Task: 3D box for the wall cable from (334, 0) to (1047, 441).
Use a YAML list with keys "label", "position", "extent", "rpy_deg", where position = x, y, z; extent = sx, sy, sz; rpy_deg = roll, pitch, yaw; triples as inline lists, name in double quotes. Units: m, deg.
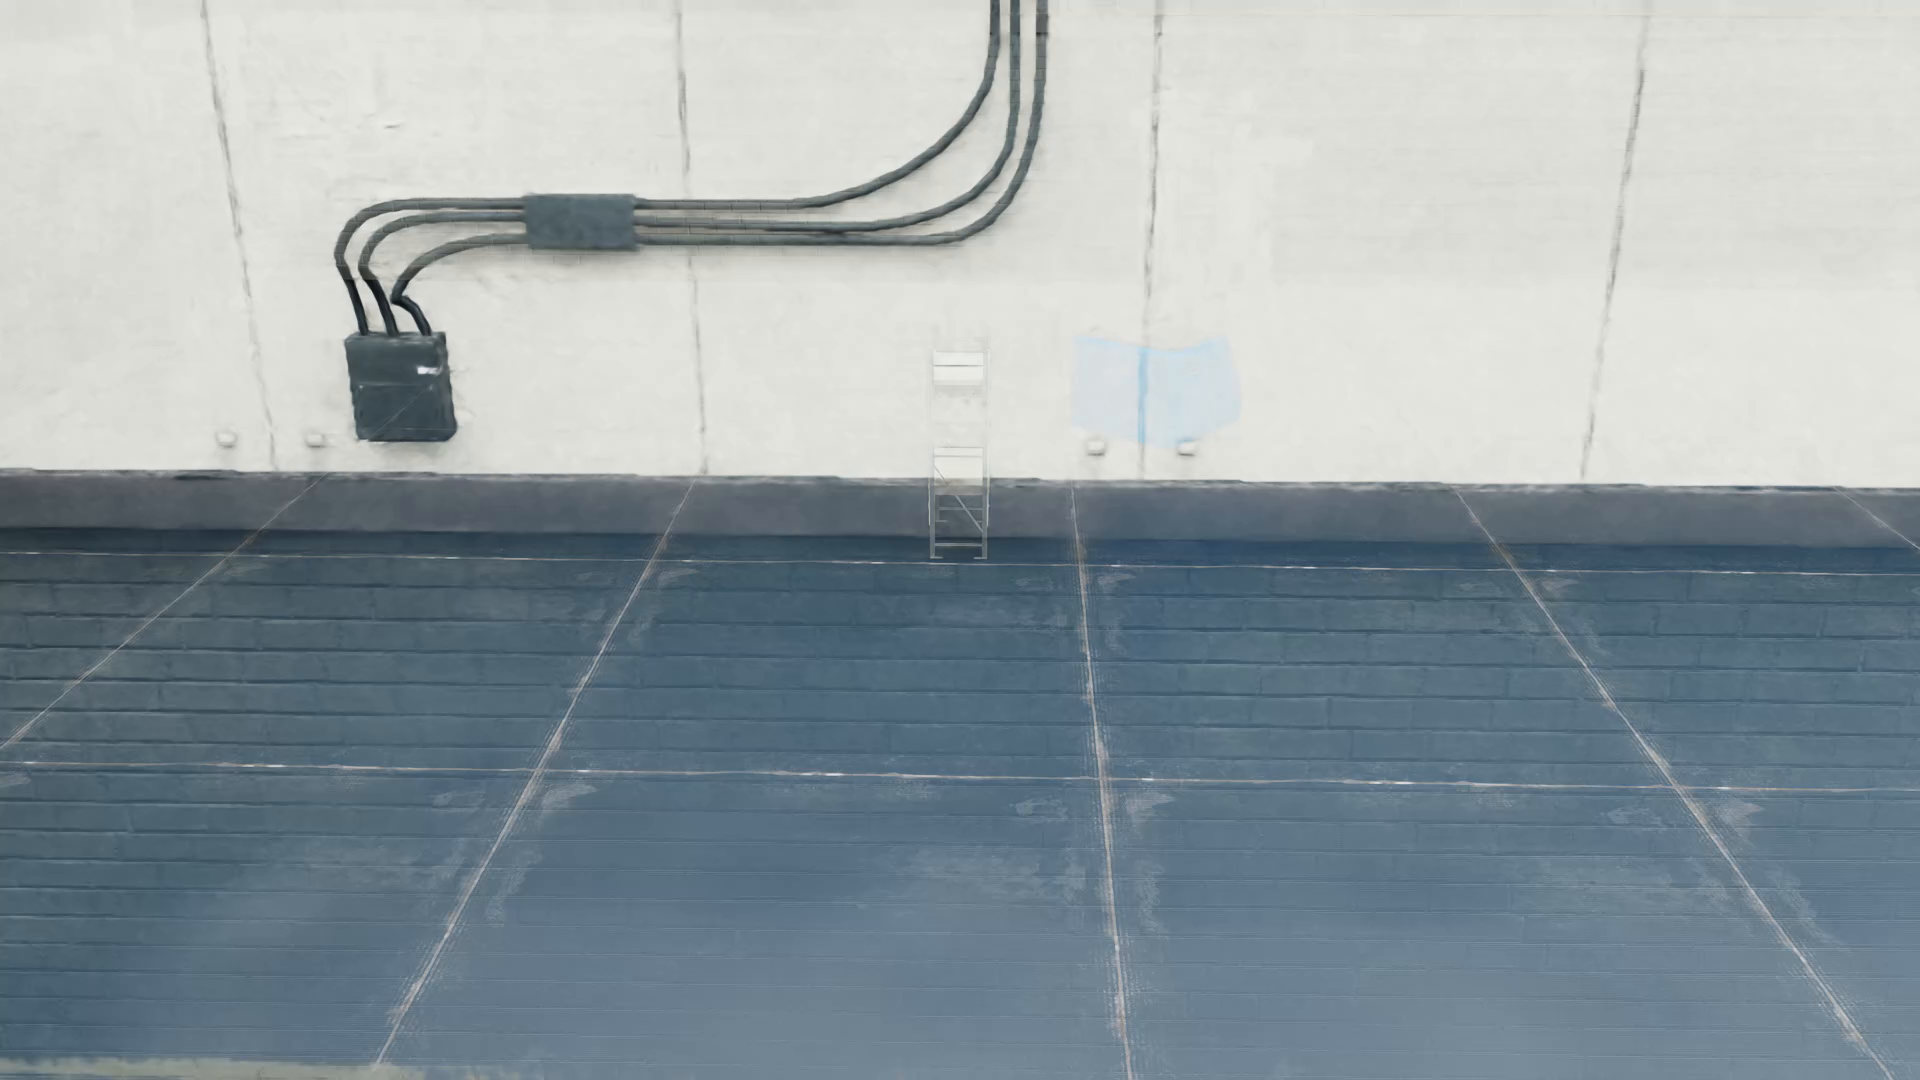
- label: "wall cable"
  position: [2.605, -8.817, 17.612]
  extent: [2.305, 6.003, 0.169]
  rpy_deg: [1, 21, 2]
